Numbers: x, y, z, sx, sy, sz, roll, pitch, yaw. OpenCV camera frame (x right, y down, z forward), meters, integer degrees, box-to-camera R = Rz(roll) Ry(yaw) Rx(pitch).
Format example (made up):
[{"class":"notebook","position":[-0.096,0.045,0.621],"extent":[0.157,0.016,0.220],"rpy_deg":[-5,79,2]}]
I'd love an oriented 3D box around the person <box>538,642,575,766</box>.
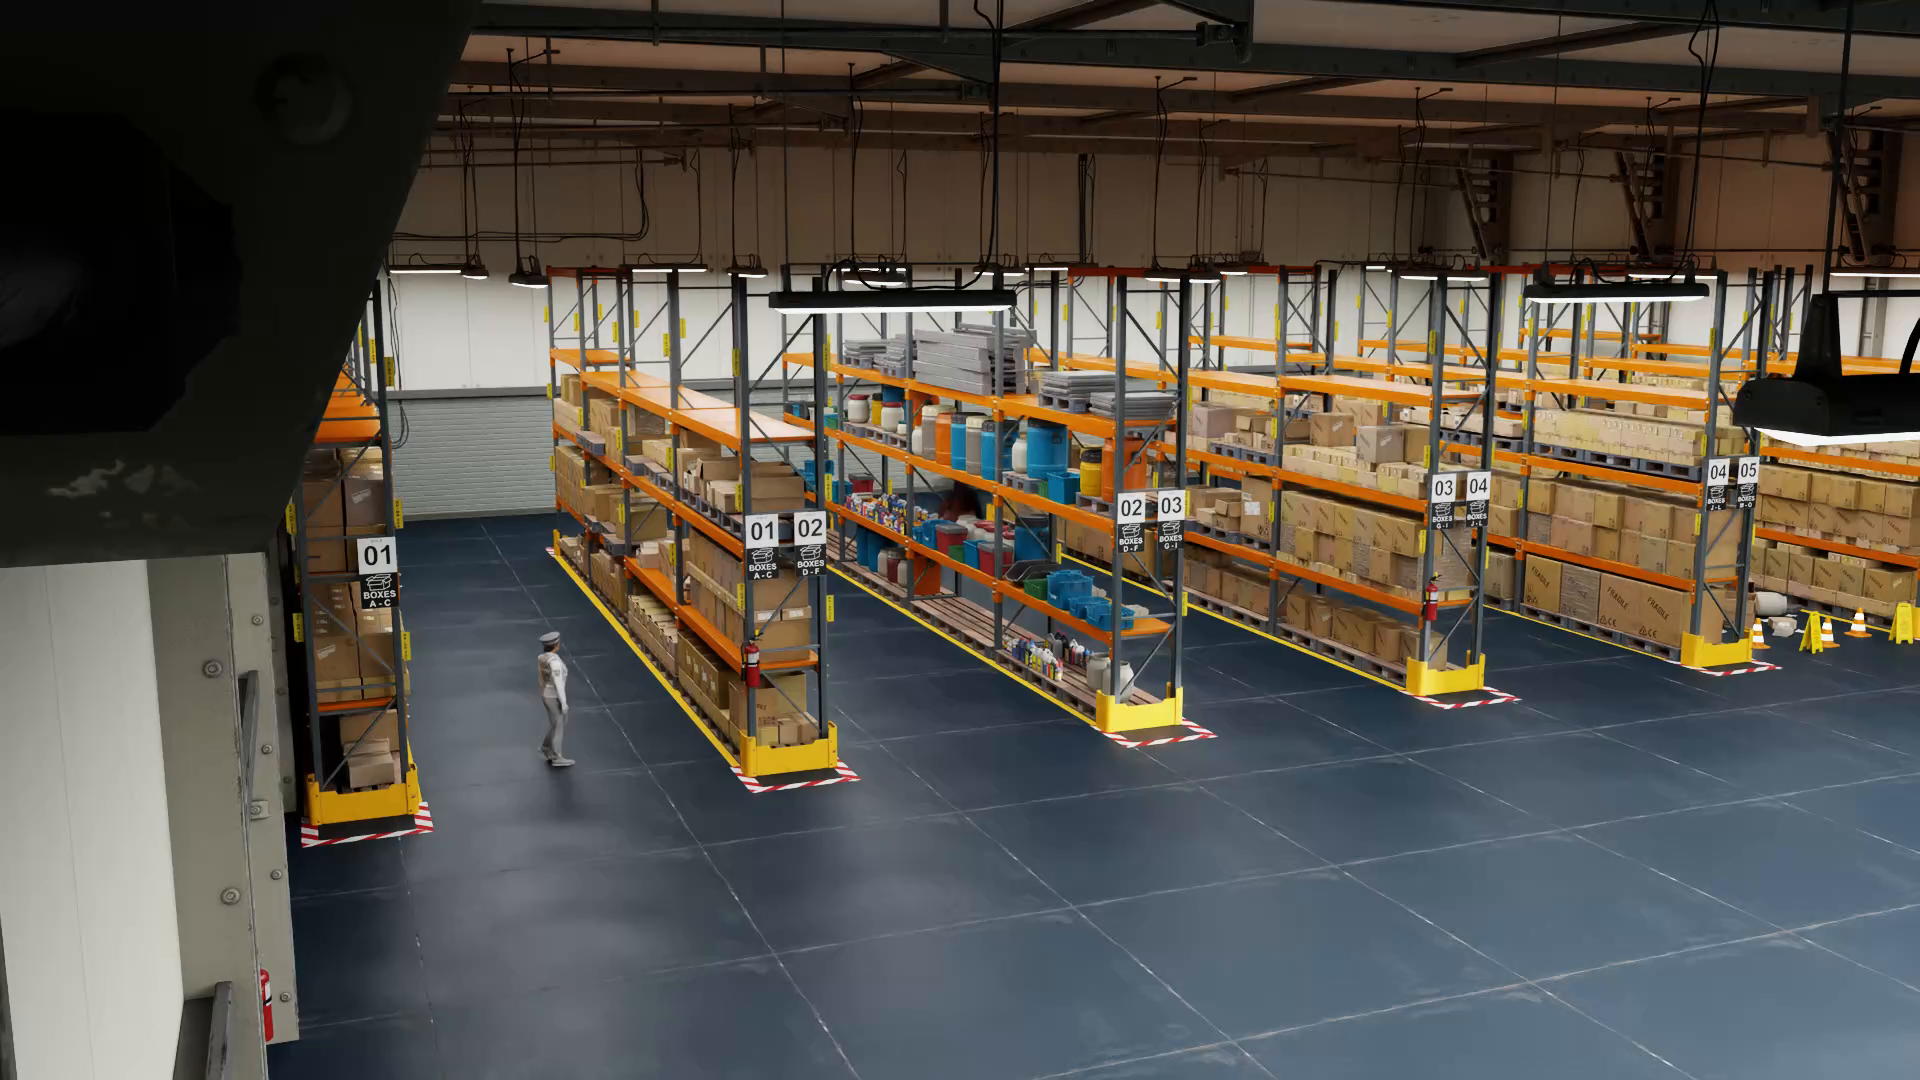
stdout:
[{"class":"person","position":[-5.020,1.988,20.582],"extent":[0.421,1.645,0.522],"rpy_deg":[-4,11,-19]}]

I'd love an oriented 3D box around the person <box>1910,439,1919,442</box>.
[{"class":"person","position":[16.204,-0.546,29.967],"extent":[2.622,3.292,4.603],"rpy_deg":[7,12,35]}]
